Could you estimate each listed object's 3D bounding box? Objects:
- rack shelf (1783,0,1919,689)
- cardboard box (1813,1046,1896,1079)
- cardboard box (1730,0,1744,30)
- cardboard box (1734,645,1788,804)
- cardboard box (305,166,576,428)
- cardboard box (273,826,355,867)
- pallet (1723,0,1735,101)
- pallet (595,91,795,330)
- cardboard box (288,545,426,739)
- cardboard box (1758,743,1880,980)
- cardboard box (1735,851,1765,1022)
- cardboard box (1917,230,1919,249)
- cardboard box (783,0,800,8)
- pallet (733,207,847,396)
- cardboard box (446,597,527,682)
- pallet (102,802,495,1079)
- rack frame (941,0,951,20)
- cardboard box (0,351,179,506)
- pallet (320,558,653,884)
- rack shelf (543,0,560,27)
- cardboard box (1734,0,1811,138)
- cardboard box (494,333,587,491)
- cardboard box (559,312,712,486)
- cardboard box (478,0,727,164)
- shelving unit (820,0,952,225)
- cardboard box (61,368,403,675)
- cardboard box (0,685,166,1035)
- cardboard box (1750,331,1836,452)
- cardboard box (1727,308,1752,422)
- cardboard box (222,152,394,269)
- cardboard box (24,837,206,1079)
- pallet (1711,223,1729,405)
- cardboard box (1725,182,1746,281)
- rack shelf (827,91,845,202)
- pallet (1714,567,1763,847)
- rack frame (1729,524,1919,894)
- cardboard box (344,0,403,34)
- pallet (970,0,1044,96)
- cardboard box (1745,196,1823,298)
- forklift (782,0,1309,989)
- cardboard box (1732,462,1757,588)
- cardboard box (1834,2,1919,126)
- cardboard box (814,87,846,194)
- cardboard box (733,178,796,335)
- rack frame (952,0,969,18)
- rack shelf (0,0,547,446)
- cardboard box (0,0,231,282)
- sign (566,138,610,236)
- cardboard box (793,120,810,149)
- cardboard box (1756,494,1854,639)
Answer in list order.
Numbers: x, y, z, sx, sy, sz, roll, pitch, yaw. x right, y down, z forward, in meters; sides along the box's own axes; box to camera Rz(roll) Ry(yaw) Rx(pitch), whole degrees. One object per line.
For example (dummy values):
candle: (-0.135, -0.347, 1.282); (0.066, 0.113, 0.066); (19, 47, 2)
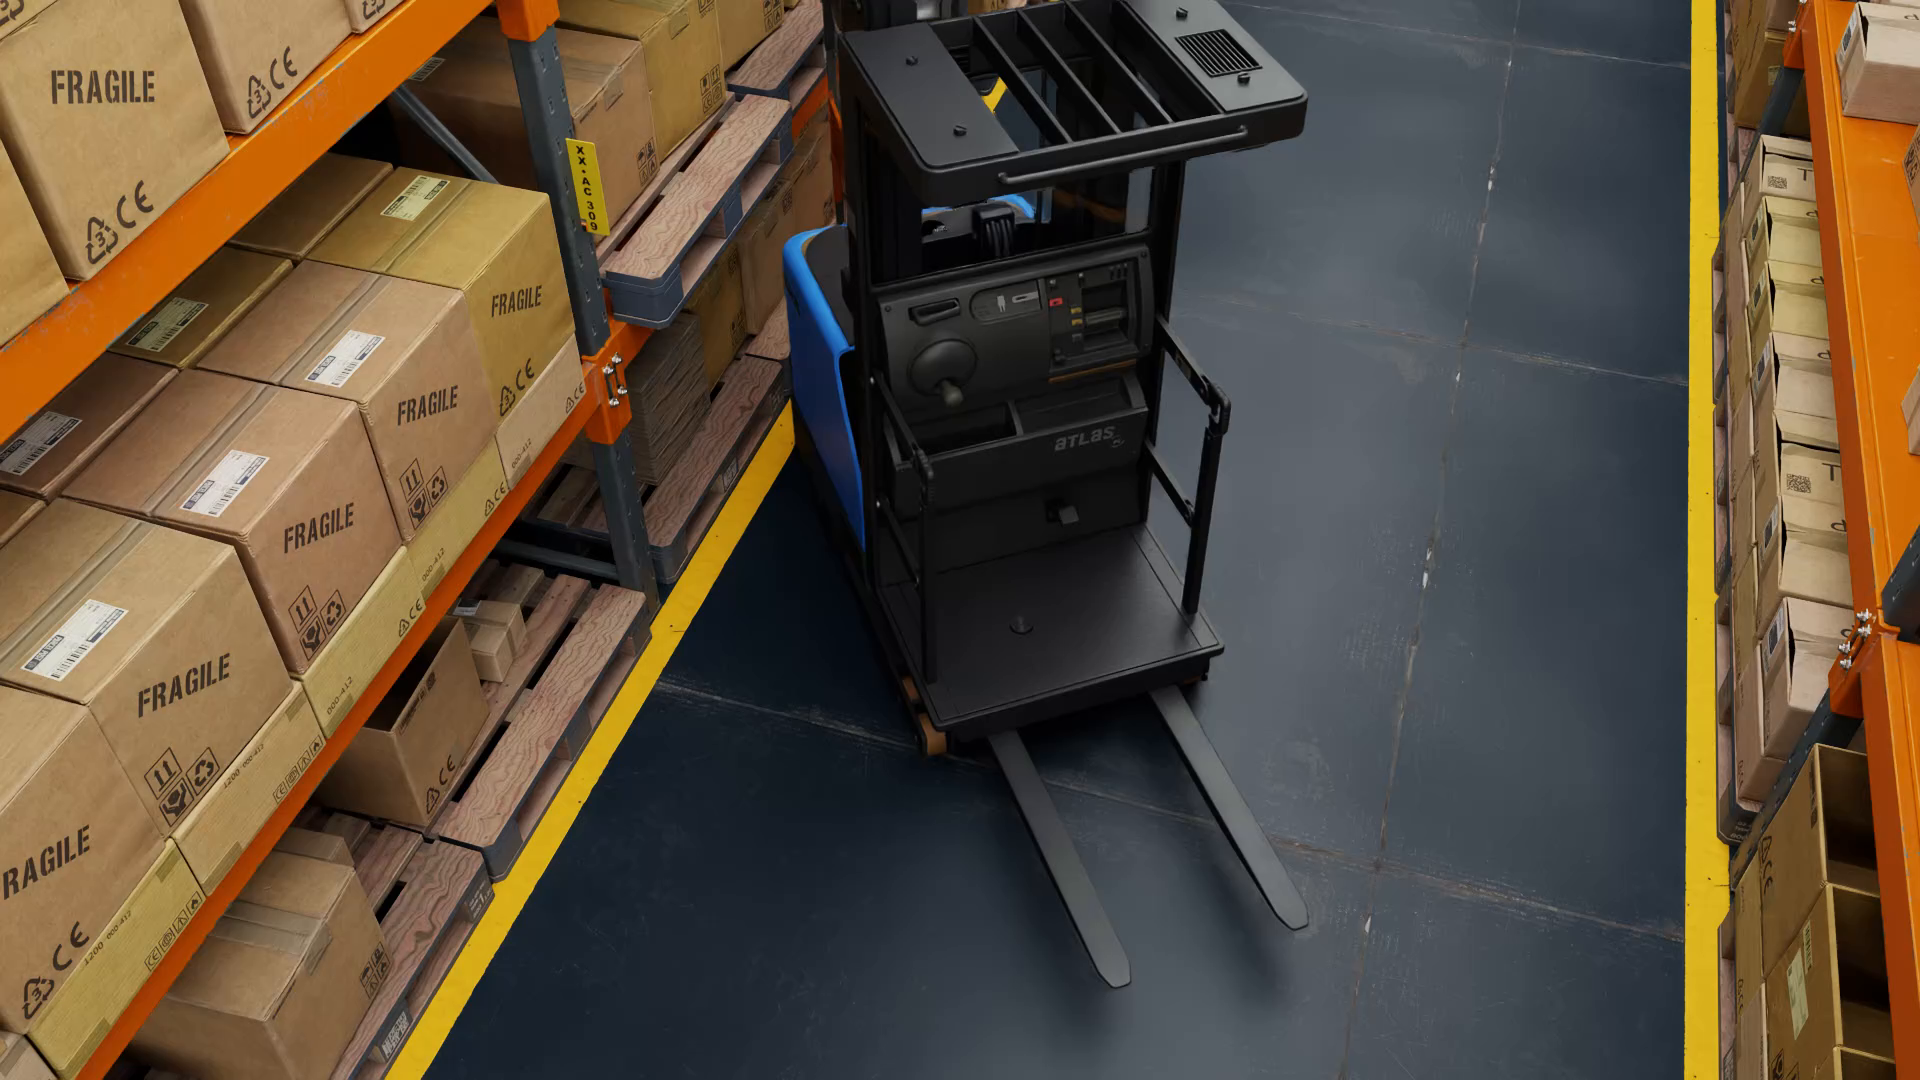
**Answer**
rack shelf: (3.669, -0.907, 6.046); (1.077, 0.370, 4.000); (13, 46, 13)
cardboard box: (2.321, 1.643, 4.056); (0.500, 0.500, 0.500); (13, 46, 13)
cardboard box: (4.644, -3.130, 9.277); (0.500, 0.500, 0.500); (11, 45, 11)
cardboard box: (2.912, 0.664, 5.592); (0.500, 0.250, 0.500); (12, 46, 12)
cardboard box: (-1.508, -0.718, 4.896); (0.500, 0.500, 0.500); (12, 46, 12)
cardboard box: (-2.163, 1.046, 5.260); (0.380, 0.149, 0.250); (9, 45, 9)
pallet: (4.908, -2.801, 9.461); (1.003, 0.211, 1.213); (13, 46, 13)
pallet: (-1.289, -1.288, 6.058); (1.003, 0.211, 1.213); (13, 46, 13)
cardboard box: (-1.810, 0.218, 4.476); (0.500, 0.250, 0.500); (12, 46, 12)
cardboard box: (2.624, 0.977, 4.737); (0.500, 0.500, 0.500); (13, 46, 13)
cardboard box: (2.634, 1.247, 4.997); (0.500, 0.250, 0.500); (13, 46, 13)
cardboard box: (3.622, -1.060, 5.617); (0.500, 0.500, 0.500); (13, 46, 13)
cardboard box: (-0.937, -2.586, 6.862); (0.700, 0.500, 0.500); (13, 46, 13)
pallet: (-1.057, -1.216, 7.842); (1.003, 0.211, 1.213); (13, 46, 13)
cardboard box: (-1.793, 0.341, 5.968); (0.380, 0.166, 0.250); (7, 45, 7)
pallet: (-2.197, 1.390, 5.178); (1.003, 0.211, 1.213); (13, 46, 13)
rack frame: (-0.230, -1.356, 6.620); (0.400, 2.100, 0.015); (-9, 44, -9)
cardboard box: (-2.317, -0.155, 4.320); (0.500, 0.500, 0.500); (14, 46, 14)
pallet: (-1.829, 0.574, 6.012); (1.003, 0.211, 1.213); (13, 46, 13)
rack shelf: (-1.054, -3.026, 6.067); (1.077, 0.370, 4.000); (13, 46, 13)
cardboard box: (4.334, -2.434, 8.565); (0.500, 0.500, 0.500); (14, 46, 14)
cardboard box: (-1.514, -0.451, 5.159); (0.500, 0.250, 0.500); (13, 46, 13)
cardboard box: (-1.452, -0.636, 6.727); (0.700, 0.500, 0.500); (14, 46, 14)
cardboard box: (-1.297, -1.774, 6.032); (0.700, 0.500, 0.500); (17, 47, 17)
shelving unit: (-0.285, -1.519, 6.793); (0.431, 2.100, 0.503); (-9, 44, -9)
cardboard box: (-1.816, -0.051, 4.214); (0.500, 0.500, 0.500); (11, 46, 11)
cardboard box: (-2.118, 0.642, 3.506); (0.500, 0.500, 0.500); (11, 45, 11)
cardboard box: (3.373, -0.544, 6.426); (0.500, 0.311, 0.500); (12, 46, 12)
cardboard box: (3.533, -0.694, 6.981); (0.500, 0.250, 0.500); (11, 46, 11)
cardboard box: (-2.001, -0.830, 5.010); (0.500, 0.500, 0.500); (12, 46, 12)
cardboard box: (-2.117, 0.890, 3.789); (0.500, 0.250, 0.500); (12, 46, 12)
pallet: (3.988, -0.960, 7.580); (1.003, 0.211, 1.213); (13, 46, 13)
cardboard box: (3.836, -1.377, 7.679); (0.500, 0.250, 0.500); (12, 46, 12)
rack shelf: (-0.285, -1.509, 6.802); (0.431, 0.518, 0.480); (-9, 44, -9)
pallet: (3.249, 0.666, 5.918); (1.003, 0.211, 1.213); (13, 46, 13)
rack frame: (3.063, 0.169, 4.432); (1.000, 3.000, 0.127); (13, 46, 13)
cardboard box: (-1.577, -1.602, 4.012); (0.500, 0.500, 0.500); (14, 46, 14)
pallet: (-0.137, -3.057, 9.723); (1.003, 0.211, 1.213); (13, 46, 13)
cardboard box: (3.685, -1.226, 7.123); (0.500, 0.311, 0.500); (11, 46, 12)
forklift: (0.270, -0.603, 5.270); (1.130, 2.935, 3.031); (-14, 46, -14)
cardboard box: (3.222, -0.014, 6.285); (0.500, 0.250, 0.500); (13, 46, 13)
cardboard box: (3.819, -1.910, 6.621); (0.500, 0.311, 0.500); (12, 46, 12)
cardboard box: (-0.883, -1.998, 8.120); (0.700, 0.500, 0.500); (12, 46, 12)
cardboard box: (-1.151, -1.322, 7.429); (0.700, 0.500, 0.500); (13, 46, 13)
rack frame: (-0.448, -3.544, 8.227); (1.000, 3.000, 0.127); (13, 46, 13)
rack shelf: (-2.265, -0.359, 3.342); (1.077, 0.370, 4.000); (13, 46, 13)
cardboard box: (-1.874, -0.892, 3.286); (0.500, 0.500, 0.500); (11, 45, 11)
sign: (-1.140, -1.077, 5.087); (0.100, 0.325, 0.005); (13, 46, 13)
cardboard box: (-1.000, -1.874, 7.457); (0.500, 0.250, 0.500); (12, 46, 12)
cardboard box: (3.064, 0.123, 5.745); (0.500, 0.311, 0.500); (14, 46, 14)
